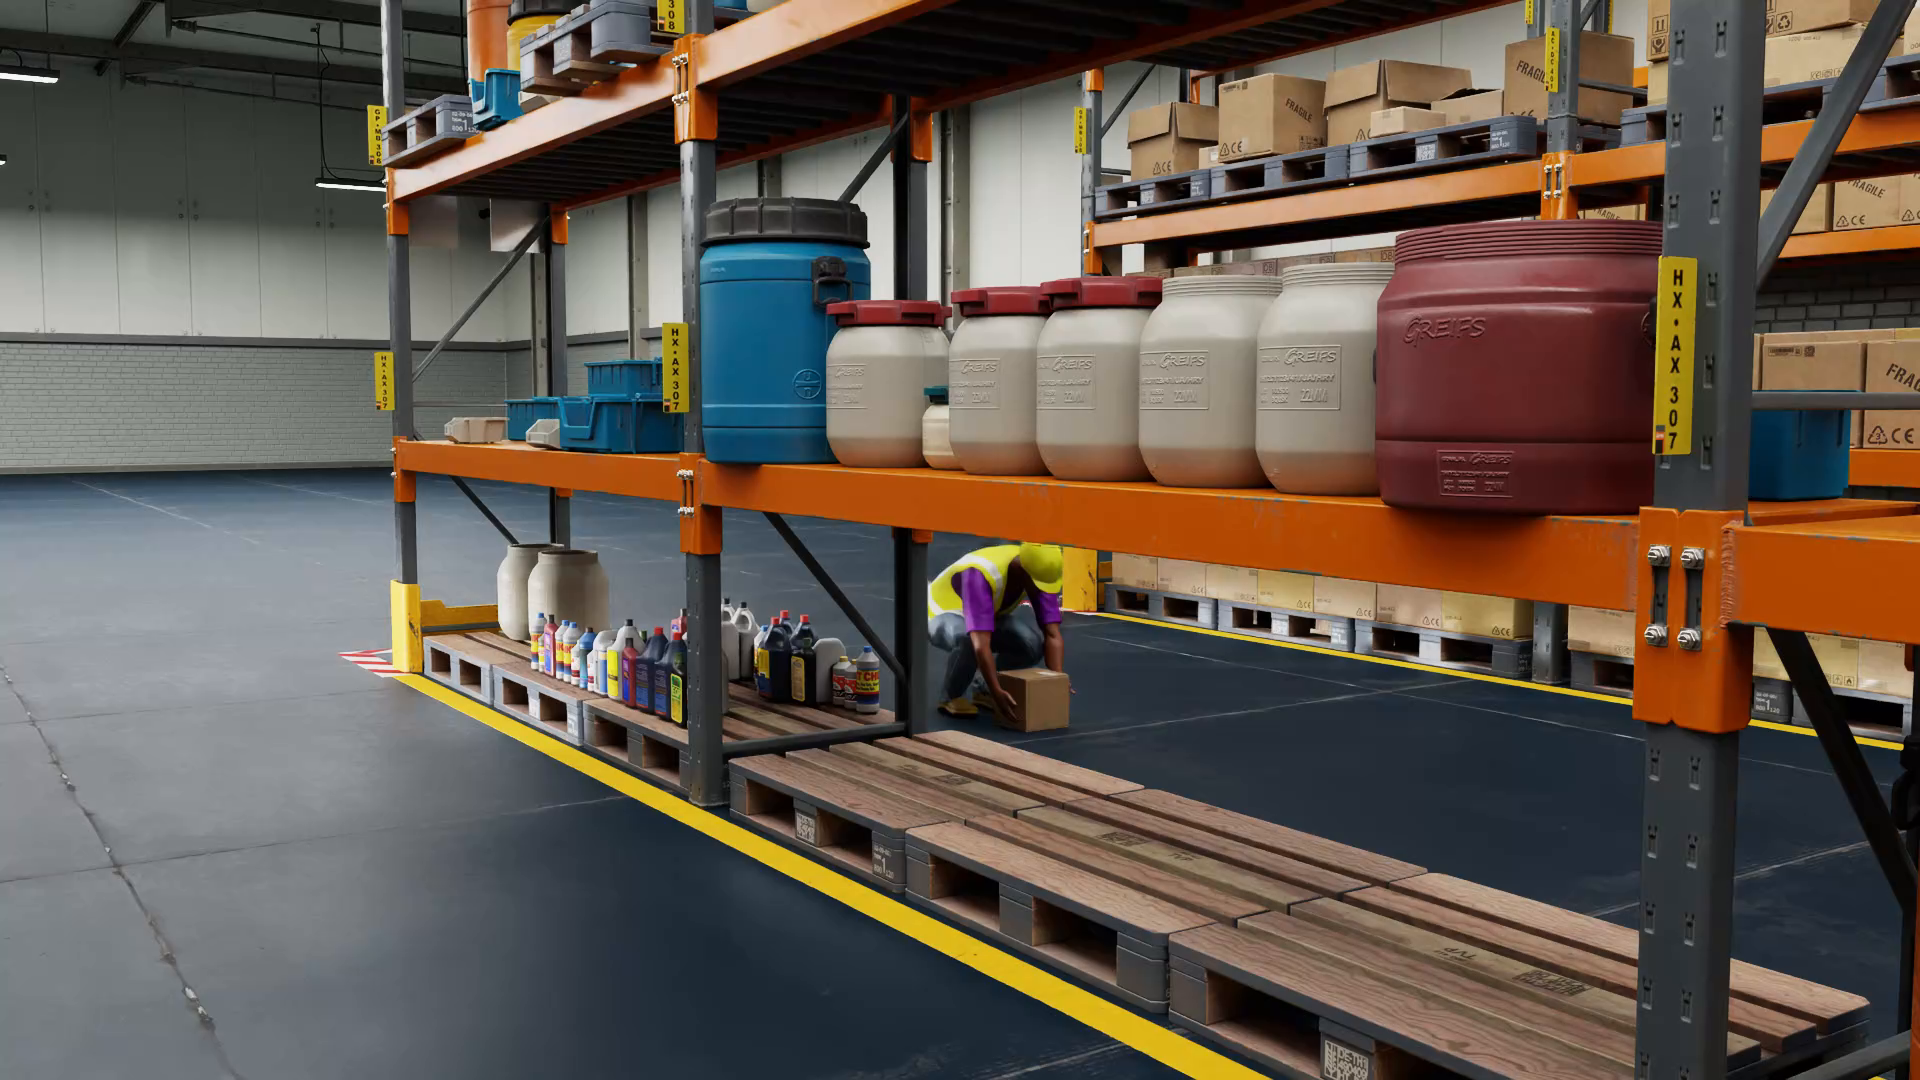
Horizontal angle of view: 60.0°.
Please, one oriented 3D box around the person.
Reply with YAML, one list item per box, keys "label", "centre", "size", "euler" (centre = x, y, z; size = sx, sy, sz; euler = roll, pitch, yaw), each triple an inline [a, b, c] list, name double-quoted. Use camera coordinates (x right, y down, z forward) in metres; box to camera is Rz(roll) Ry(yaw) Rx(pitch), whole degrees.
- label: "person"
  centre: [0.176, 0.404, 8.090]
  size: [0.561, 0.902, 0.896]
  euler: [-3, 6, -33]
